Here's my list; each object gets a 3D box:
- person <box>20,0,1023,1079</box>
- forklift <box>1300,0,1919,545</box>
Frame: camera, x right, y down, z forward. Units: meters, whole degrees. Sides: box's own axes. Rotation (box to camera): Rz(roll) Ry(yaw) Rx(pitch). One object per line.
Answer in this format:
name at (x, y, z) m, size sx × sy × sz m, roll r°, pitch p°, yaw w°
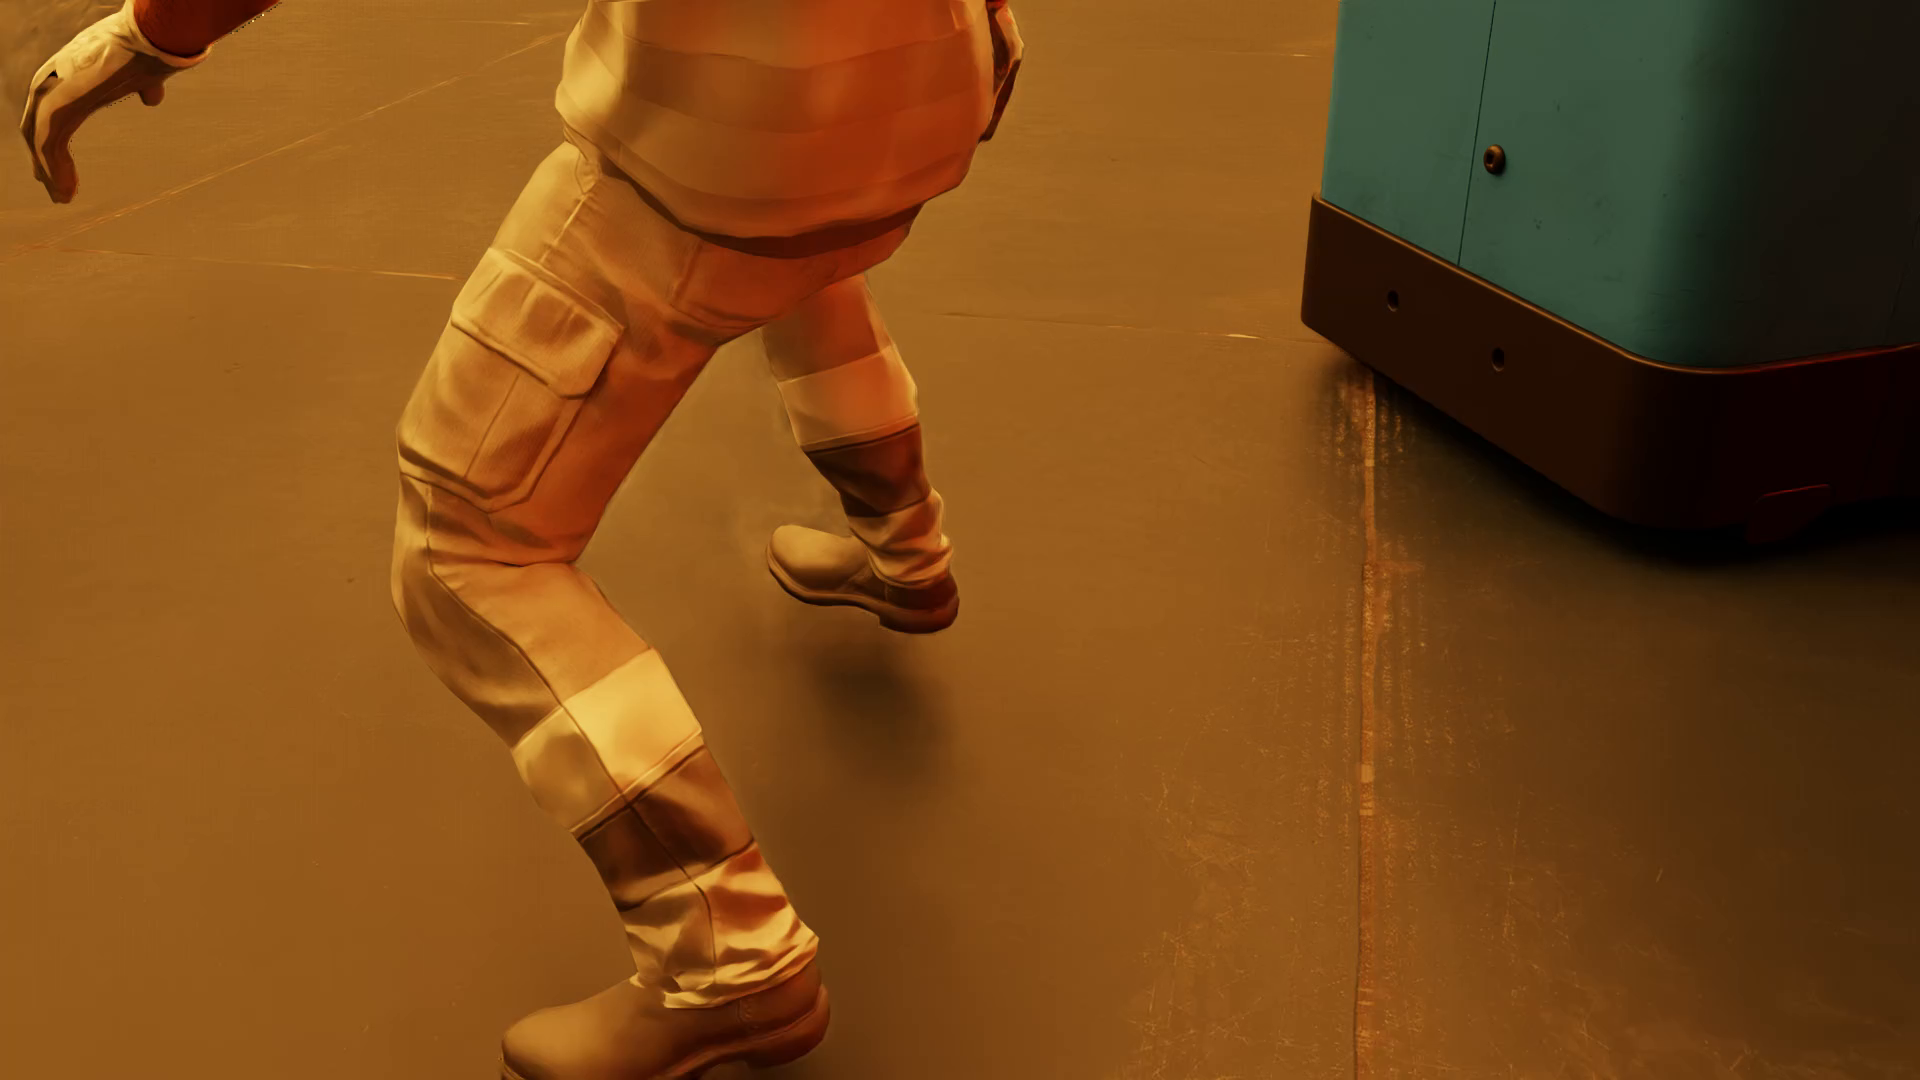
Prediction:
person at (-0.242, -0.412, 1.498) m, size 0.727 × 1.606 × 0.996 m, roll 24°, pitch 35°, yaw 39°
forklift at (2.224, -1.689, 2.594) m, size 3.031 × 2.935 × 1.130 m, roll -9°, pitch 28°, yaw -17°
